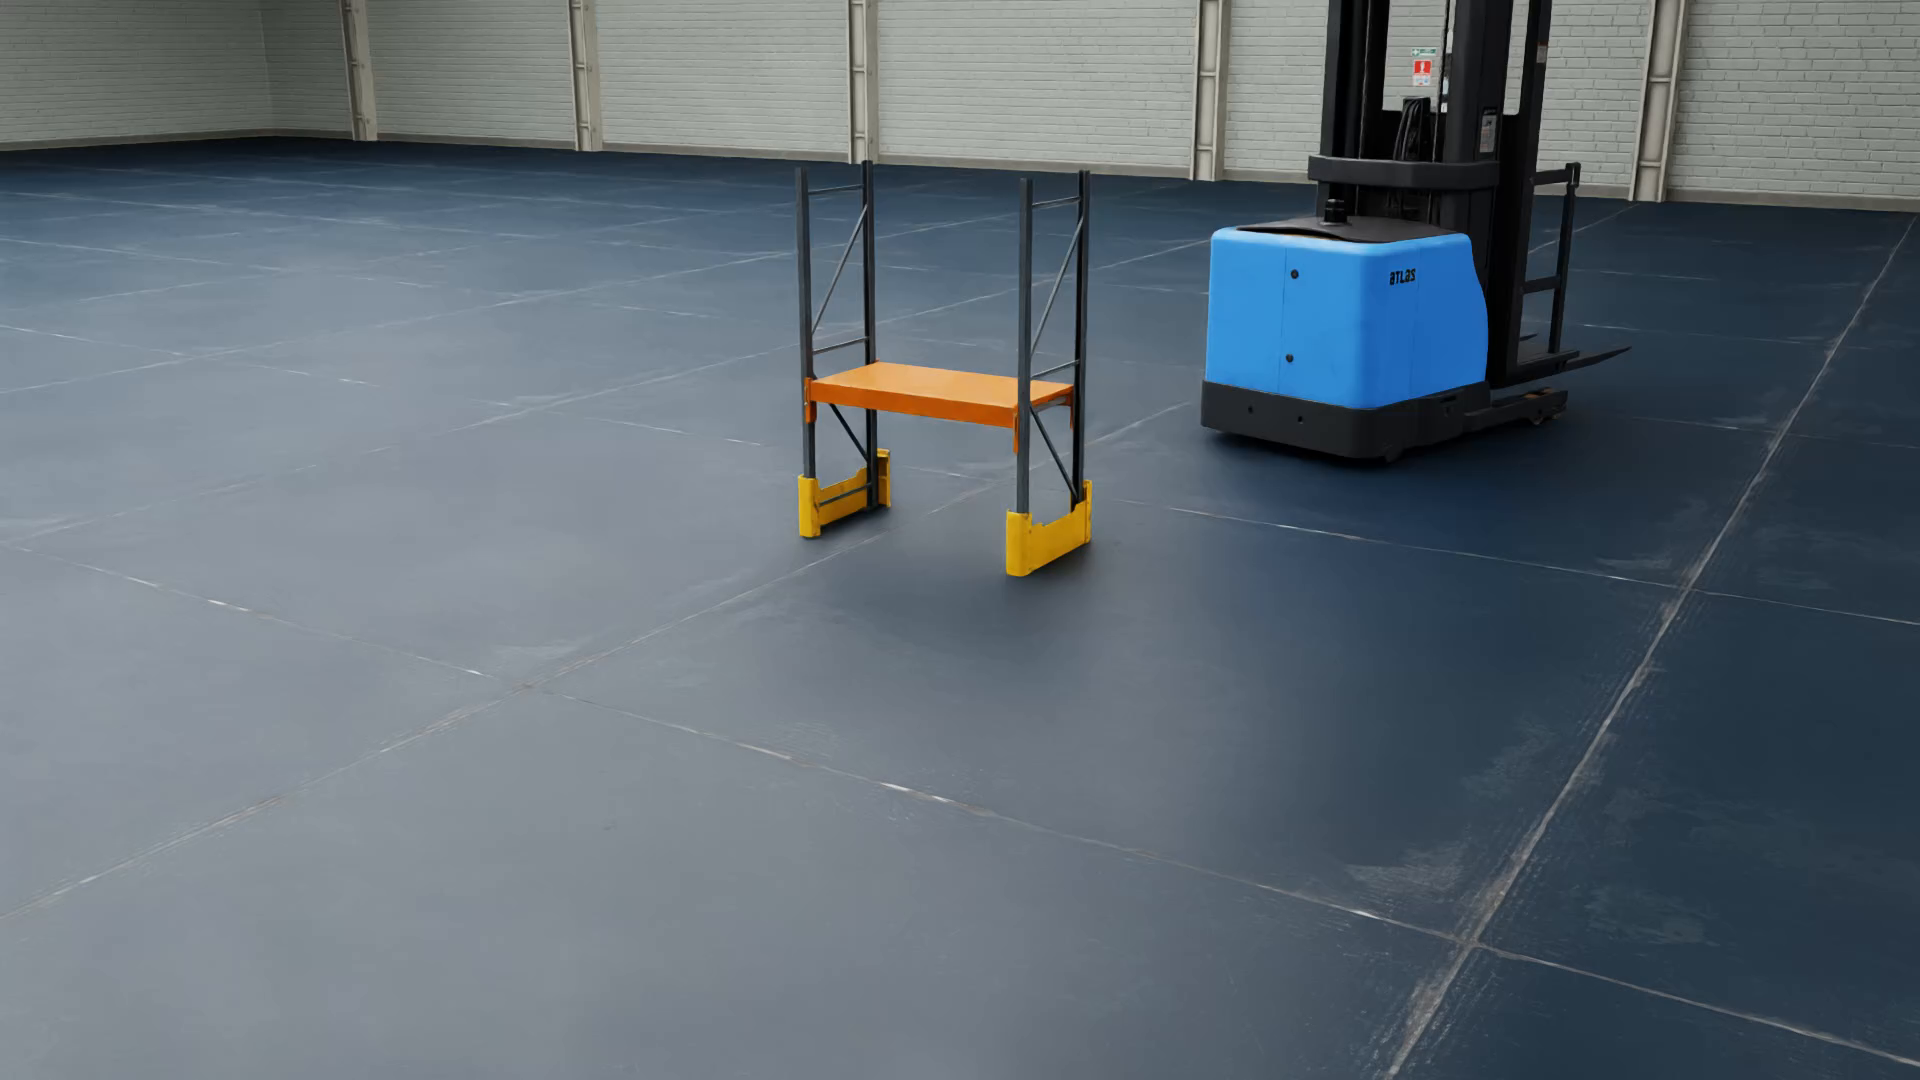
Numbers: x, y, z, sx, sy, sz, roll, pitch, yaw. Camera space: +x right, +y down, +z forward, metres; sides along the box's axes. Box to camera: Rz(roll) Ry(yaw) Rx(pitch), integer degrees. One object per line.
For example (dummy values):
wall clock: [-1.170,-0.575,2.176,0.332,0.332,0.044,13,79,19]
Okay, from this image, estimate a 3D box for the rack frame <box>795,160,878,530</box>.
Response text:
rack frame: [-0.506,-0.808,6.960,0.032,1.500,0.500,10,20,30]

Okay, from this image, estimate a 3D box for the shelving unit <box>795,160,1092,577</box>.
shelving unit: [-0.065,-0.729,6.701,1.083,1.500,0.587,10,20,30]

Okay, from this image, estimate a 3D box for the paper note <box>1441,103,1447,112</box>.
paper note: [6.462,-5.723,22.077,0.142,0.148,0.016,10,20,30]

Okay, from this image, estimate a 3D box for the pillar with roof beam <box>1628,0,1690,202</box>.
pillar with roof beam: [6.409,-7.520,16.153,0.400,9.000,9.100,10,20,30]

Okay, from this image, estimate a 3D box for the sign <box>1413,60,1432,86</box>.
sign: [6.159,-6.227,22.160,0.234,0.329,0.001,10,20,30]

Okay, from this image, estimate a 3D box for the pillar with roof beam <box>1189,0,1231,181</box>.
pillar with roof beam: [1.297,-8.432,19.158,0.400,9.000,9.100,10,20,30]

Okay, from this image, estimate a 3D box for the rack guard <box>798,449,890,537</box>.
rack guard: [-0.489,-0.207,7.132,0.087,0.250,0.587,10,20,30]

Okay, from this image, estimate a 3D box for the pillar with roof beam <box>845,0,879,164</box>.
pillar with roof beam: [-3.816,-9.345,22.162,0.400,9.000,9.100,10,20,30]

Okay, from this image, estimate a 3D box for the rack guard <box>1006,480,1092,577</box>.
rack guard: [0.359,-0.055,6.634,0.087,0.250,0.587,10,20,30]

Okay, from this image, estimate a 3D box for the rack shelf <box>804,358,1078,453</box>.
rack shelf: [-0.073,-0.558,6.758,1.000,0.185,0.538,10,20,30]

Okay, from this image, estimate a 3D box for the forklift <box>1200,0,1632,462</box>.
forklift: [2.668,-2.118,8.811,3.031,2.935,1.130,-15,22,-40]

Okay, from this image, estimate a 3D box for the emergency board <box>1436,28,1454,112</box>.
emergency board: [6.576,-6.101,21.804,0.643,1.169,0.194,10,20,30]

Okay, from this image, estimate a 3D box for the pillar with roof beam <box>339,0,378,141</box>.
pillar with roof beam: [-14.042,-11.170,28.171,0.400,9.000,9.100,10,20,30]

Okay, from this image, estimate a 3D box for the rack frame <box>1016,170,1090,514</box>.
rack frame: [0.360,-0.653,6.451,0.032,1.500,0.500,10,20,30]

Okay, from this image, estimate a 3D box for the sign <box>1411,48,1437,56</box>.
sign: [6.158,-6.478,22.073,0.331,0.109,0.001,10,20,30]

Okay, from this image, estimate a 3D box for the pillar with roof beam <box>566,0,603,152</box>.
pillar with roof beam: [-8.929,-10.257,25.167,0.400,9.000,9.100,10,20,30]
